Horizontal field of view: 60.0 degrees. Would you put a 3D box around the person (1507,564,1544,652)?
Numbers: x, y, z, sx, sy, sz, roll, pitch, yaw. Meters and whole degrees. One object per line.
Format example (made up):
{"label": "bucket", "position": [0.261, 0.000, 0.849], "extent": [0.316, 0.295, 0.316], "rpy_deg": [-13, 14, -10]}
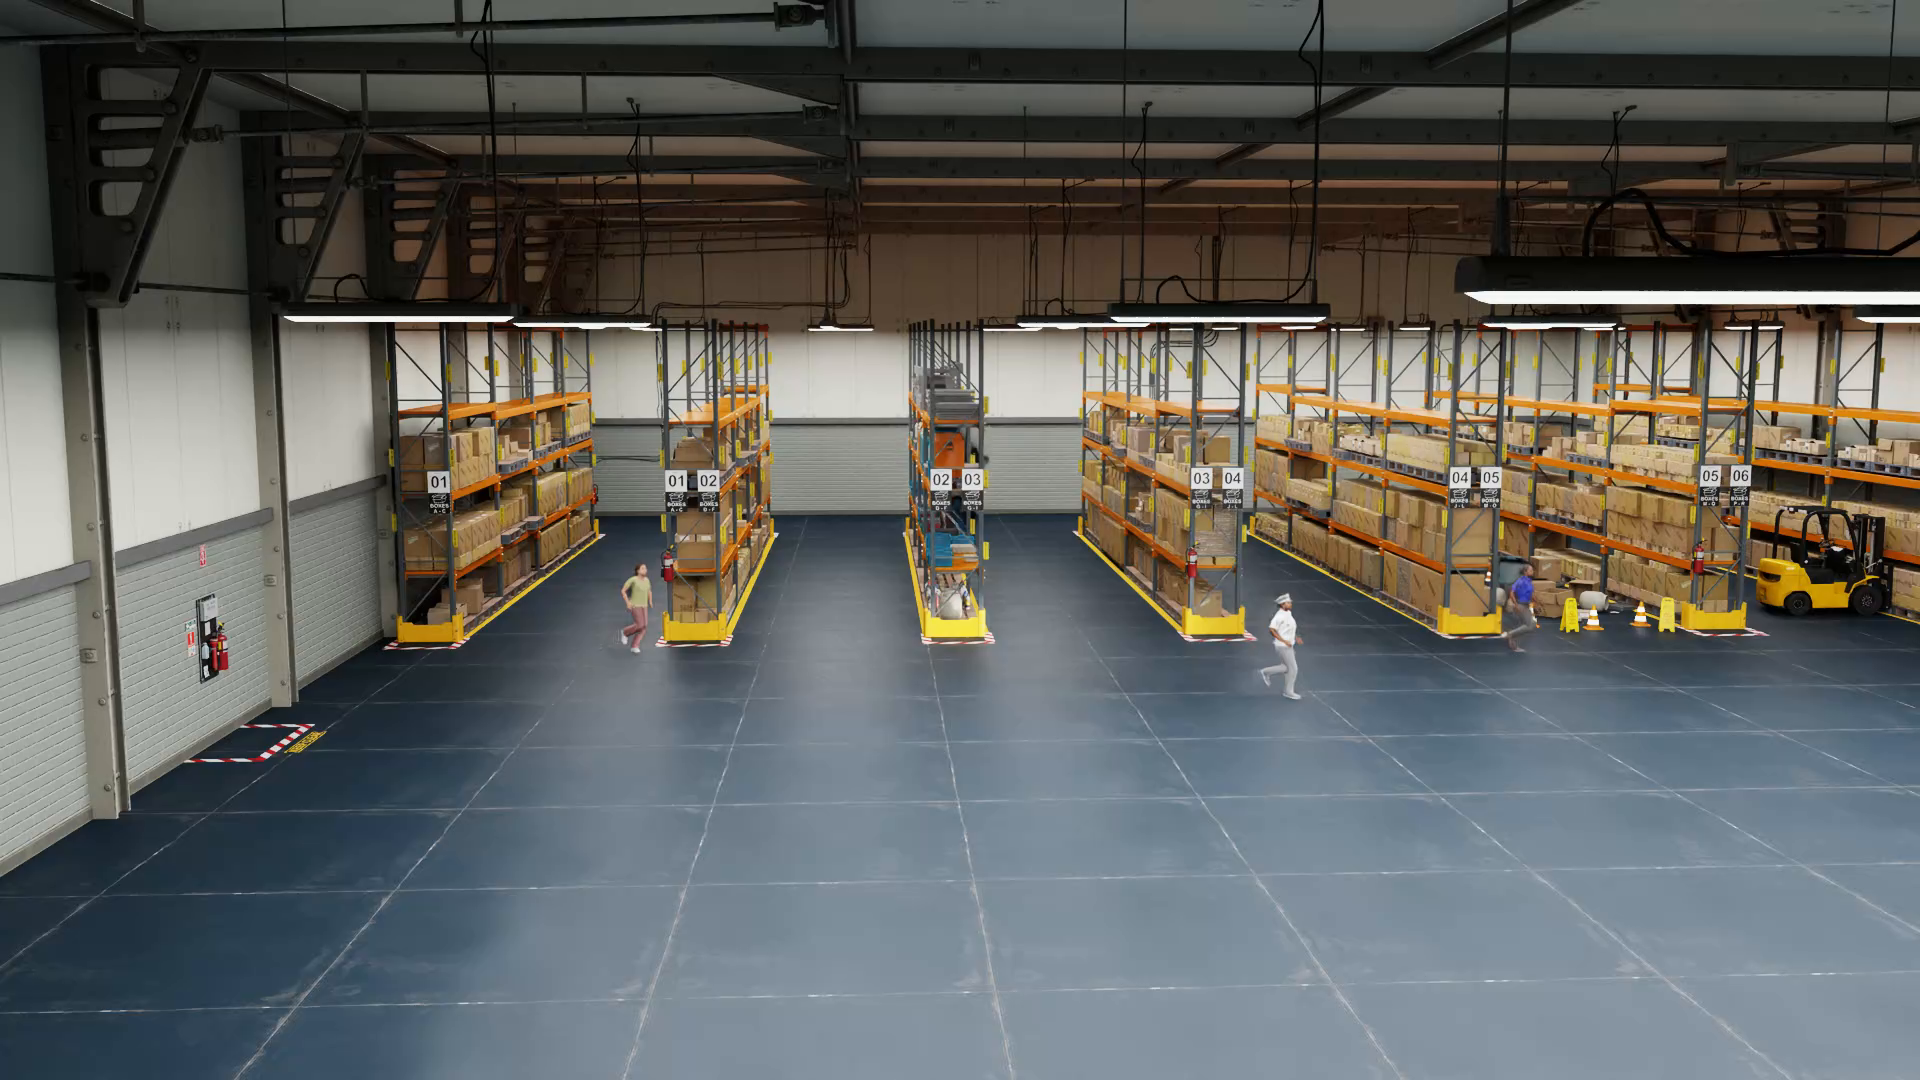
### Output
{"label": "person", "position": [10.197, 1.237, 29.958], "extent": [0.589, 1.609, 0.561], "rpy_deg": [5, 9, 36]}

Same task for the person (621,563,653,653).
{"label": "person", "position": [-5.811, 1.207, 30.186], "extent": [0.556, 1.596, 0.610], "rpy_deg": [6, 9, 41]}

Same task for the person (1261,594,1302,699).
{"label": "person", "position": [5.099, 1.670, 26.312], "extent": [0.643, 1.677, 0.577], "rpy_deg": [3, 8, 26]}
